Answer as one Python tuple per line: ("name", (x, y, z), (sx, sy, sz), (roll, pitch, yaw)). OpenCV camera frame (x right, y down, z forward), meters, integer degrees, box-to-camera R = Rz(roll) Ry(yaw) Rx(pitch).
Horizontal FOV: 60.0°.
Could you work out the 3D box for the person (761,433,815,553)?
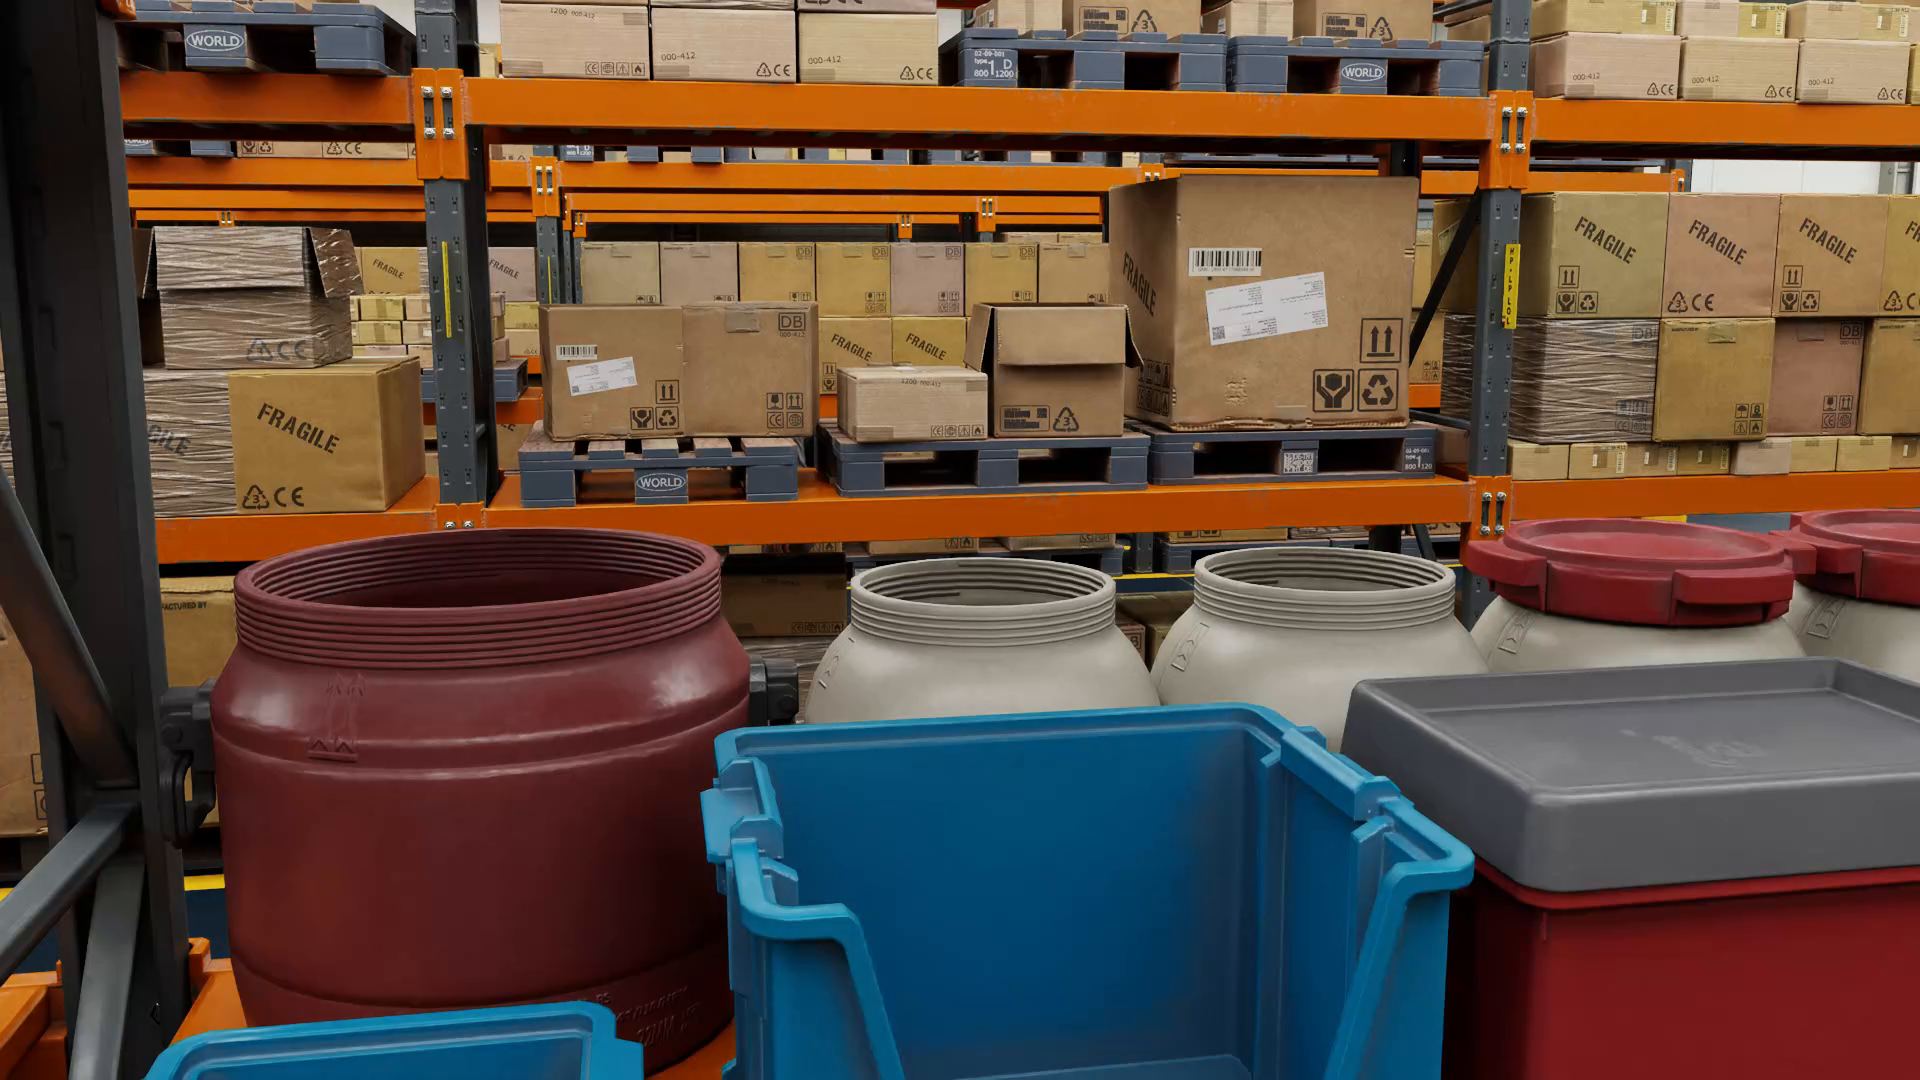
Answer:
("person", (-0.905, -0.088, 8.485), (0.461, 1.721, 0.583), (-2, 10, -12))
